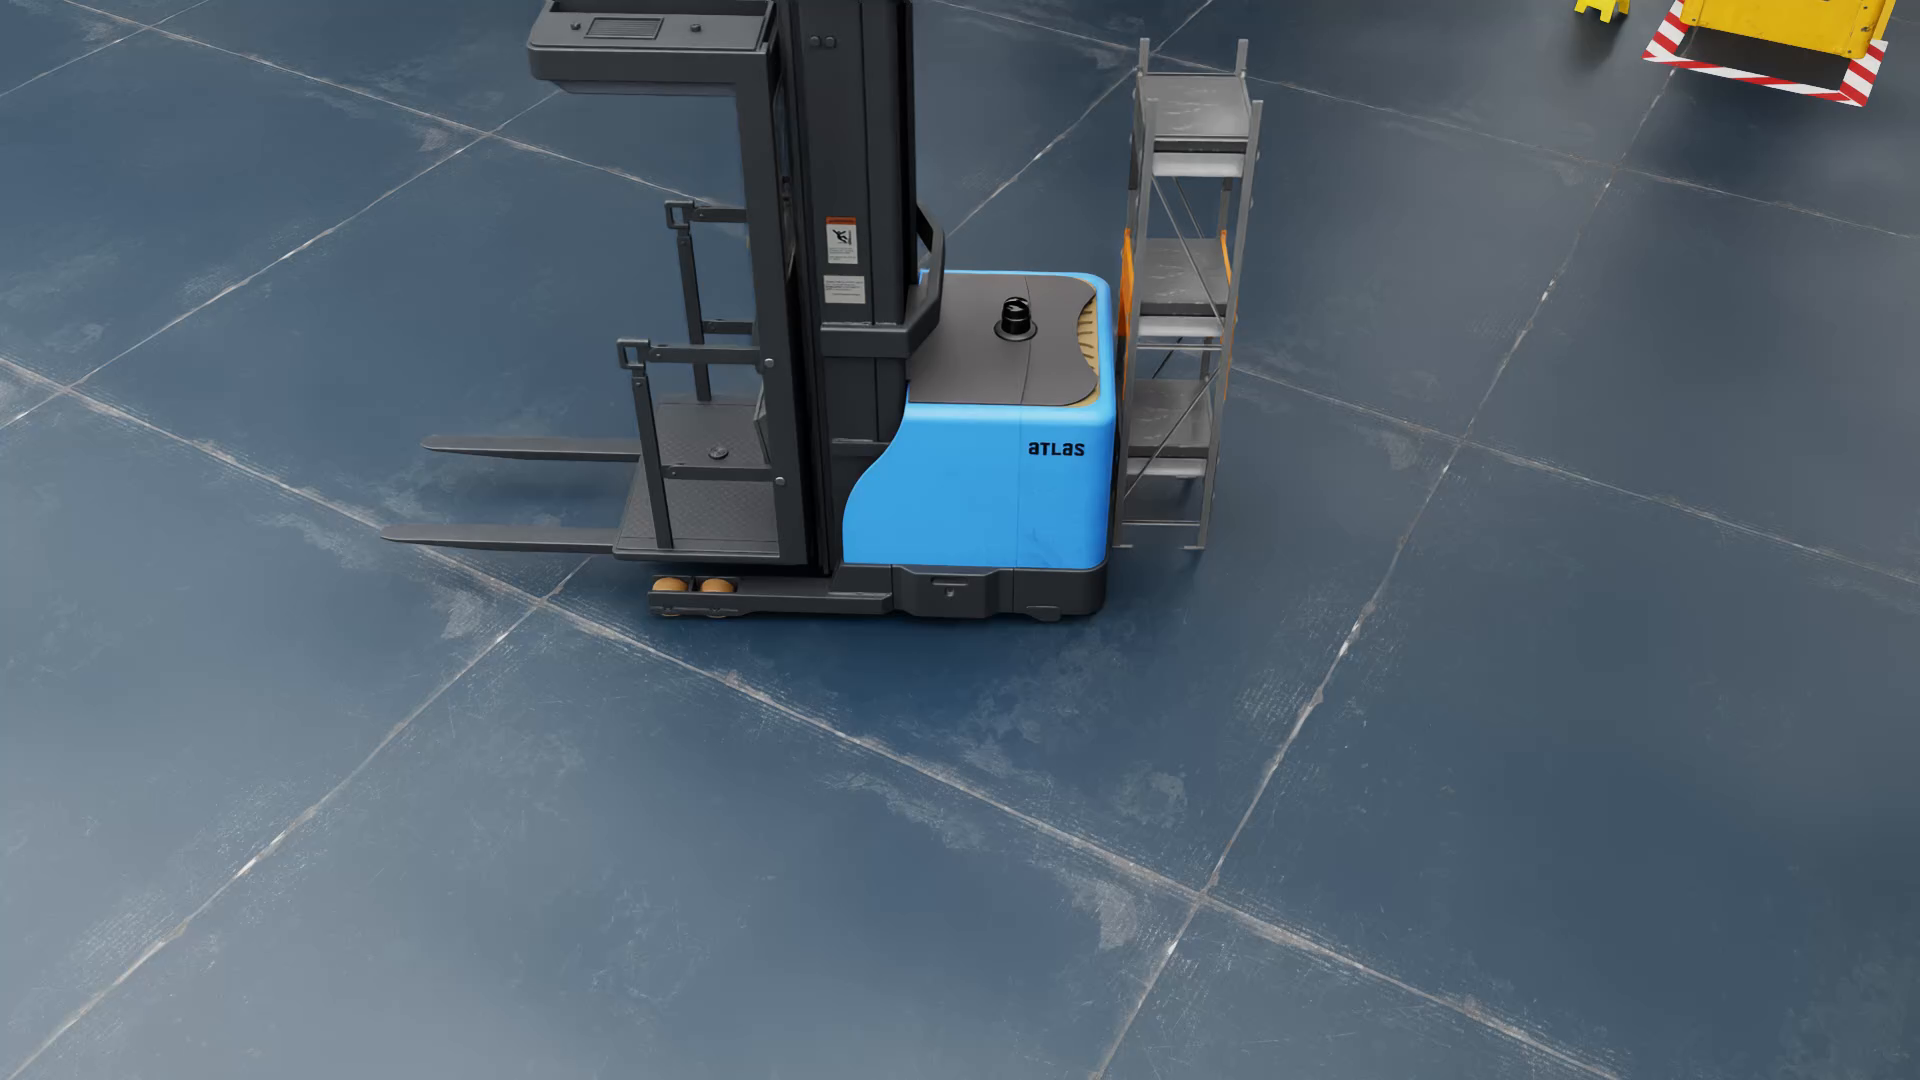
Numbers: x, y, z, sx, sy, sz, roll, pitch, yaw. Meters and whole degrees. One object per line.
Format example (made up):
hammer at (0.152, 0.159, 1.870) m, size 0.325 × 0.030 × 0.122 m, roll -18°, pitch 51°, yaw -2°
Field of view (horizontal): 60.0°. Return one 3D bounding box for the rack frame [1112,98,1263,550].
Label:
rack frame at (0.859, -0.752, 6.515) m, size 0.400 × 2.100 × 0.015 m, roll 1°, pitch 41°, yaw 1°

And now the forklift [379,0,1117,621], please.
forklift at (-0.896, -1.125, 6.310) m, size 3.031 × 2.935 × 1.130 m, roll 2°, pitch 41°, yaw 2°

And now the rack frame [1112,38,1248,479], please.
rack frame at (0.872, -1.074, 6.881) m, size 0.400 × 2.100 × 0.015 m, roll 1°, pitch 41°, yaw 1°

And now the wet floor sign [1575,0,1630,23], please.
wet floor sign at (4.370, -3.840, 11.122) m, size 0.232 × 0.644 × 0.267 m, roll -29°, pitch 49°, yaw -29°

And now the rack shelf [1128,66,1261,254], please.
rack shelf at (0.866, -1.428, 6.244) m, size 0.431 × 0.518 × 0.480 m, roll 1°, pitch 41°, yaw 1°

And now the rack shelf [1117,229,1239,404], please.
rack shelf at (0.866, -0.903, 6.707) m, size 0.431 × 0.518 × 0.480 m, roll 1°, pitch 41°, yaw 1°

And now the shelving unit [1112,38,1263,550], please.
shelving unit at (0.866, -0.913, 6.698) m, size 0.431 × 2.100 × 0.503 m, roll 1°, pitch 41°, yaw 1°

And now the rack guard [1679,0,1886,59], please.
rack guard at (5.430, -3.584, 10.941) m, size 1.175 × 0.500 × 0.348 m, roll 21°, pitch 45°, yaw 22°

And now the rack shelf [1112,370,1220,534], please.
rack shelf at (0.866, -0.377, 7.170) m, size 0.431 × 0.518 × 0.480 m, roll 1°, pitch 41°, yaw 1°
